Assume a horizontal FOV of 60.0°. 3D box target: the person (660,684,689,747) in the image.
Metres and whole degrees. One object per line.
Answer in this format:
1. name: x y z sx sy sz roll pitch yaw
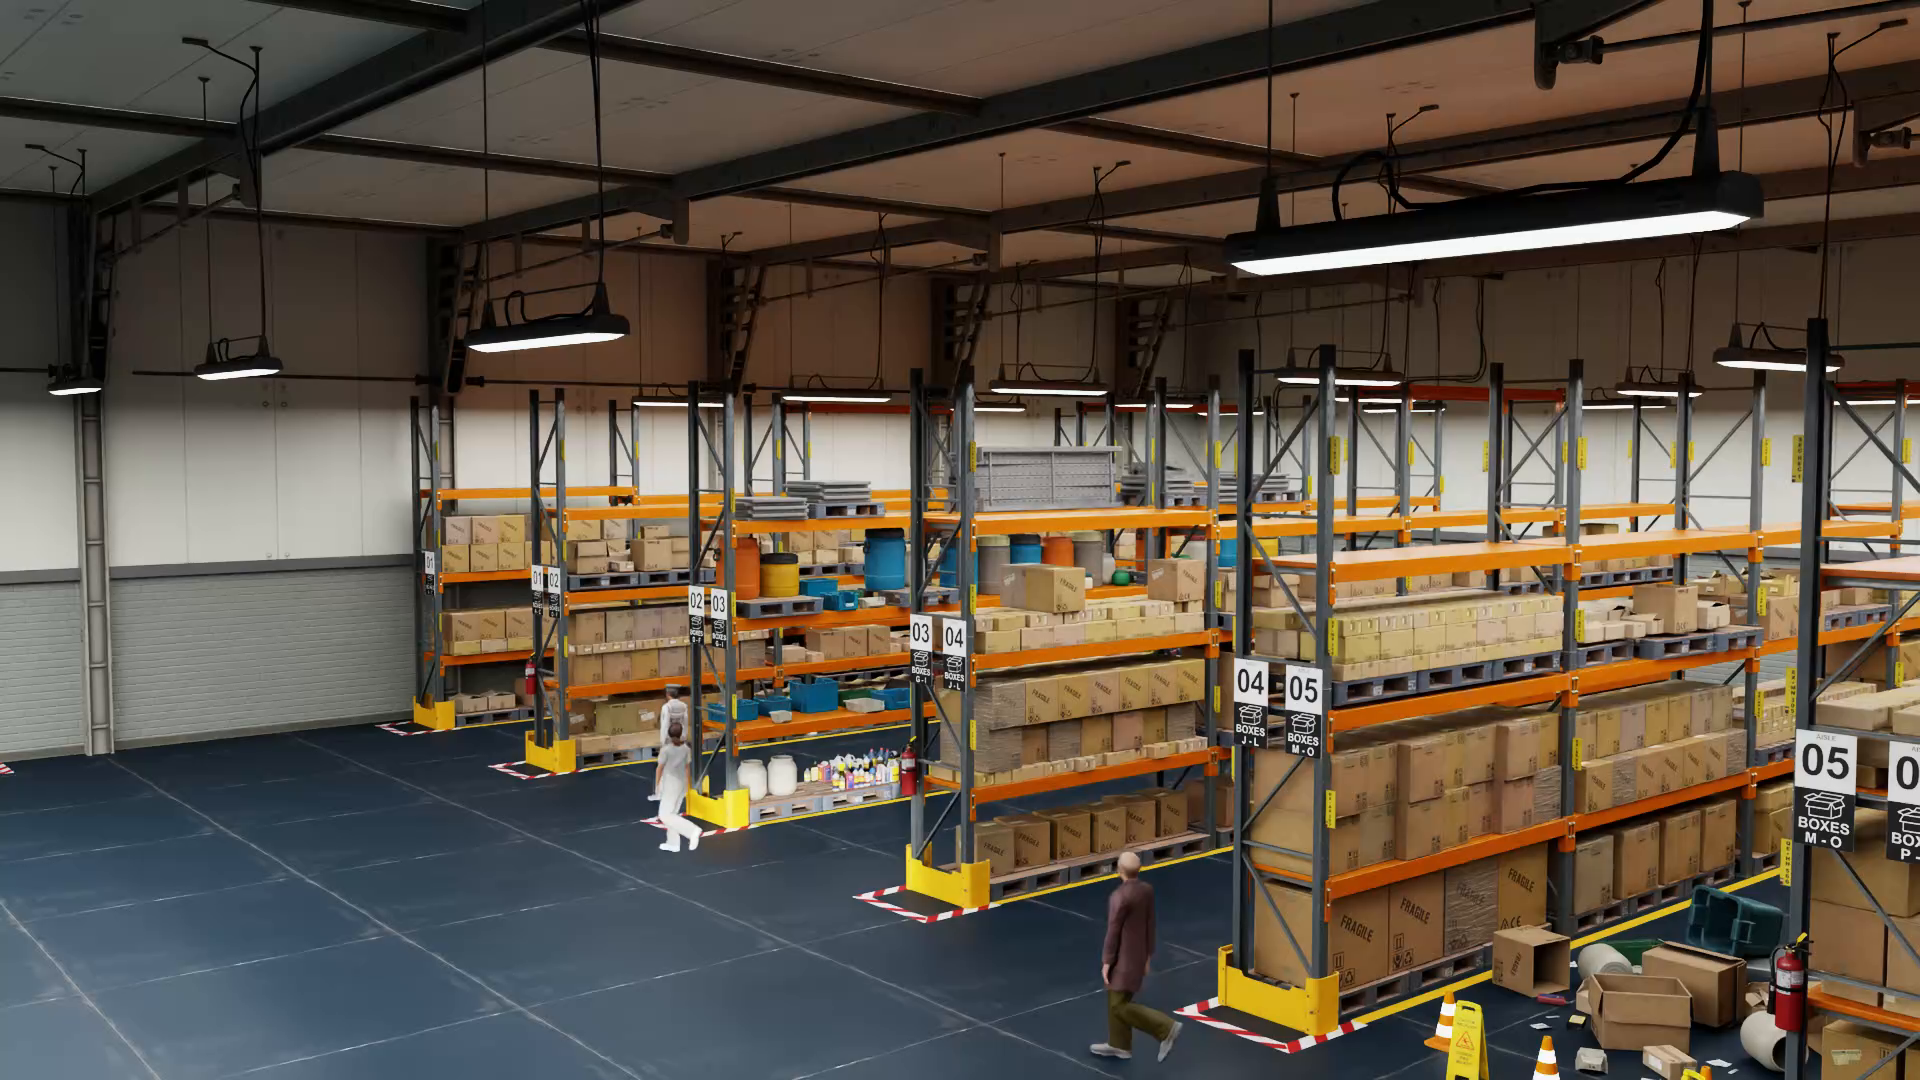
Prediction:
1. person: -4.165 2.563 24.018 0.273 0.974 0.503 3 4 41

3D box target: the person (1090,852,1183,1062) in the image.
1. person: 1.452 3.466 13.770 0.809 1.771 0.490 1 3 15

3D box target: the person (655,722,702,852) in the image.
1. person: -3.516 3.100 20.797 0.666 1.658 0.430 1 3 14
